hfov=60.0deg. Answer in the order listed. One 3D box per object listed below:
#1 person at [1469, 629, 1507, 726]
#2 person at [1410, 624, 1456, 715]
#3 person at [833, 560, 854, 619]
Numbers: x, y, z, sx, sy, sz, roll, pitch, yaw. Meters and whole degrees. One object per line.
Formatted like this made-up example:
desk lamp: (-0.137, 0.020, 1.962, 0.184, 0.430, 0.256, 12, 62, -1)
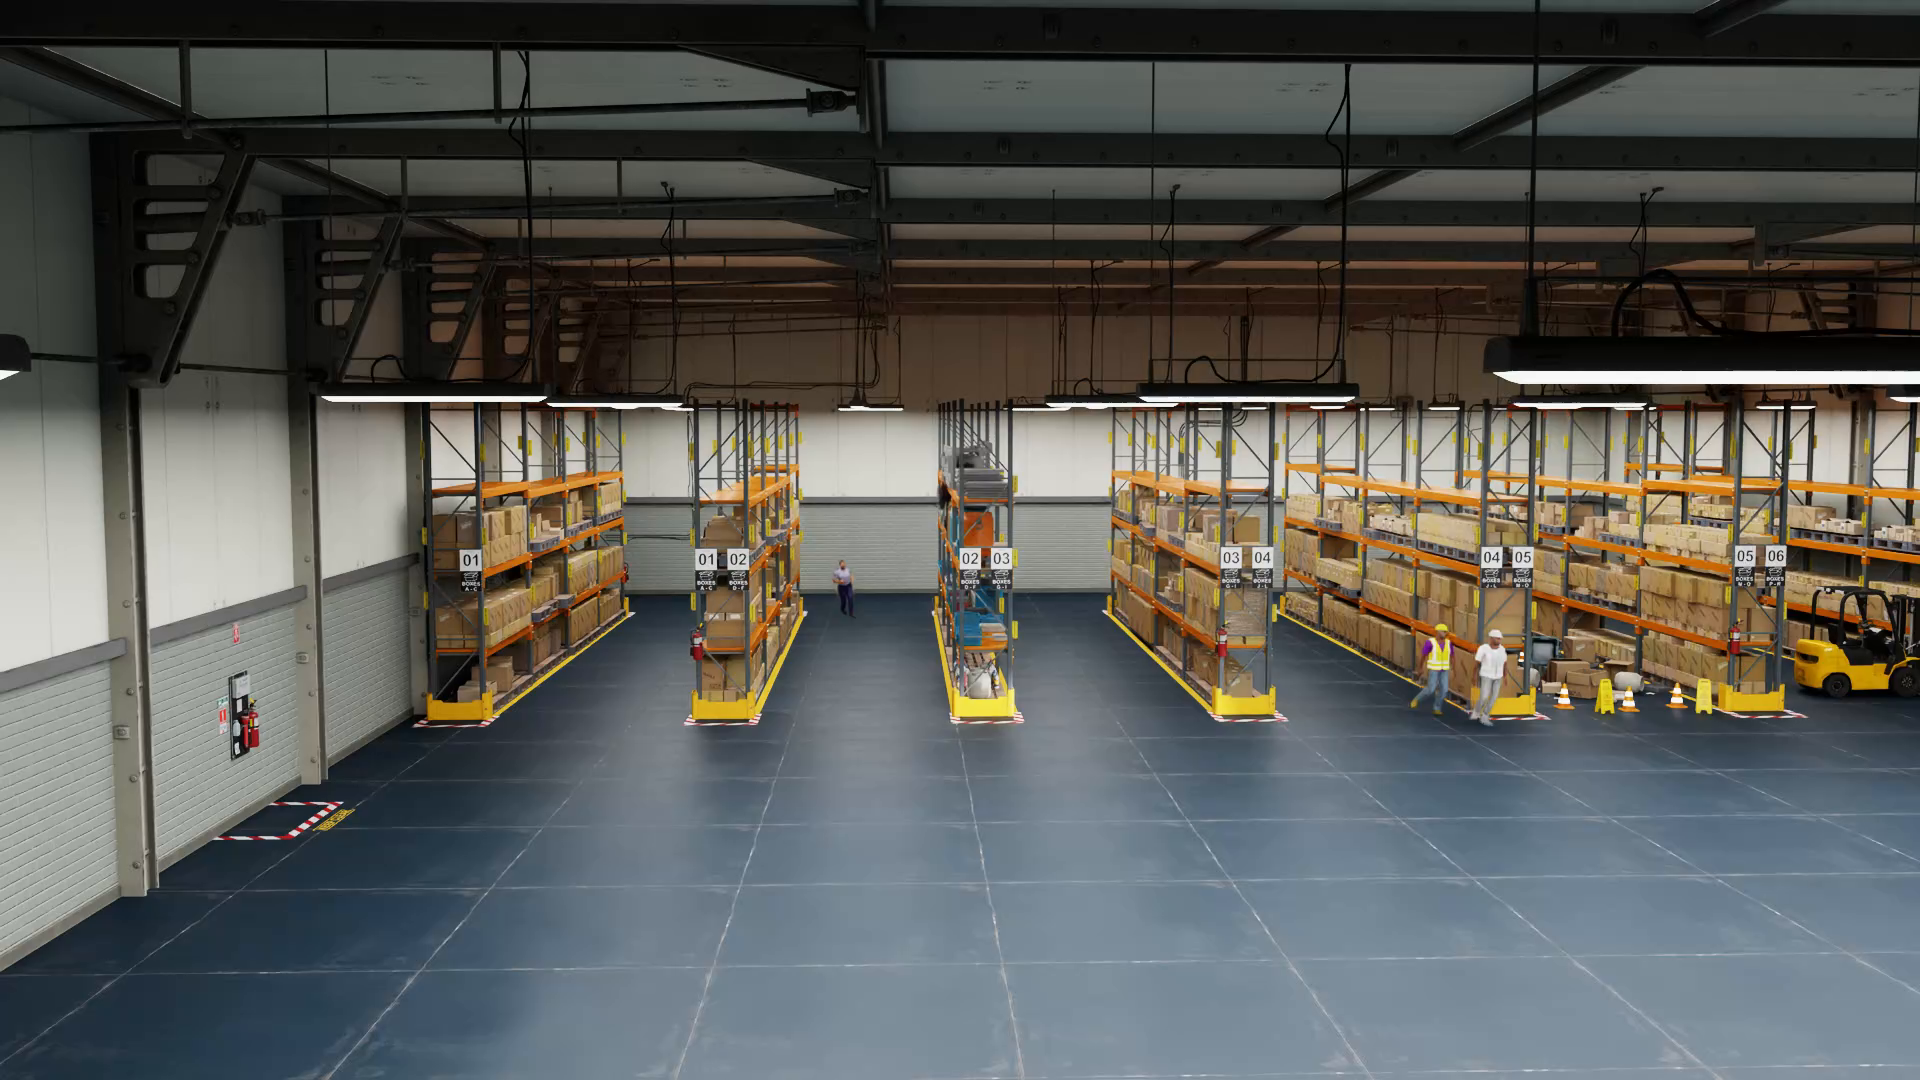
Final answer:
person: (9.723, 2.527, 30.581, 0.664, 1.784, 0.472, -1, 5, -16)
person: (8.984, 2.445, 31.539, 0.733, 1.713, 0.591, -1, 4, -13)
person: (-3.279, 1.374, 46.844, 0.643, 1.623, 0.839, -2, 5, -21)
